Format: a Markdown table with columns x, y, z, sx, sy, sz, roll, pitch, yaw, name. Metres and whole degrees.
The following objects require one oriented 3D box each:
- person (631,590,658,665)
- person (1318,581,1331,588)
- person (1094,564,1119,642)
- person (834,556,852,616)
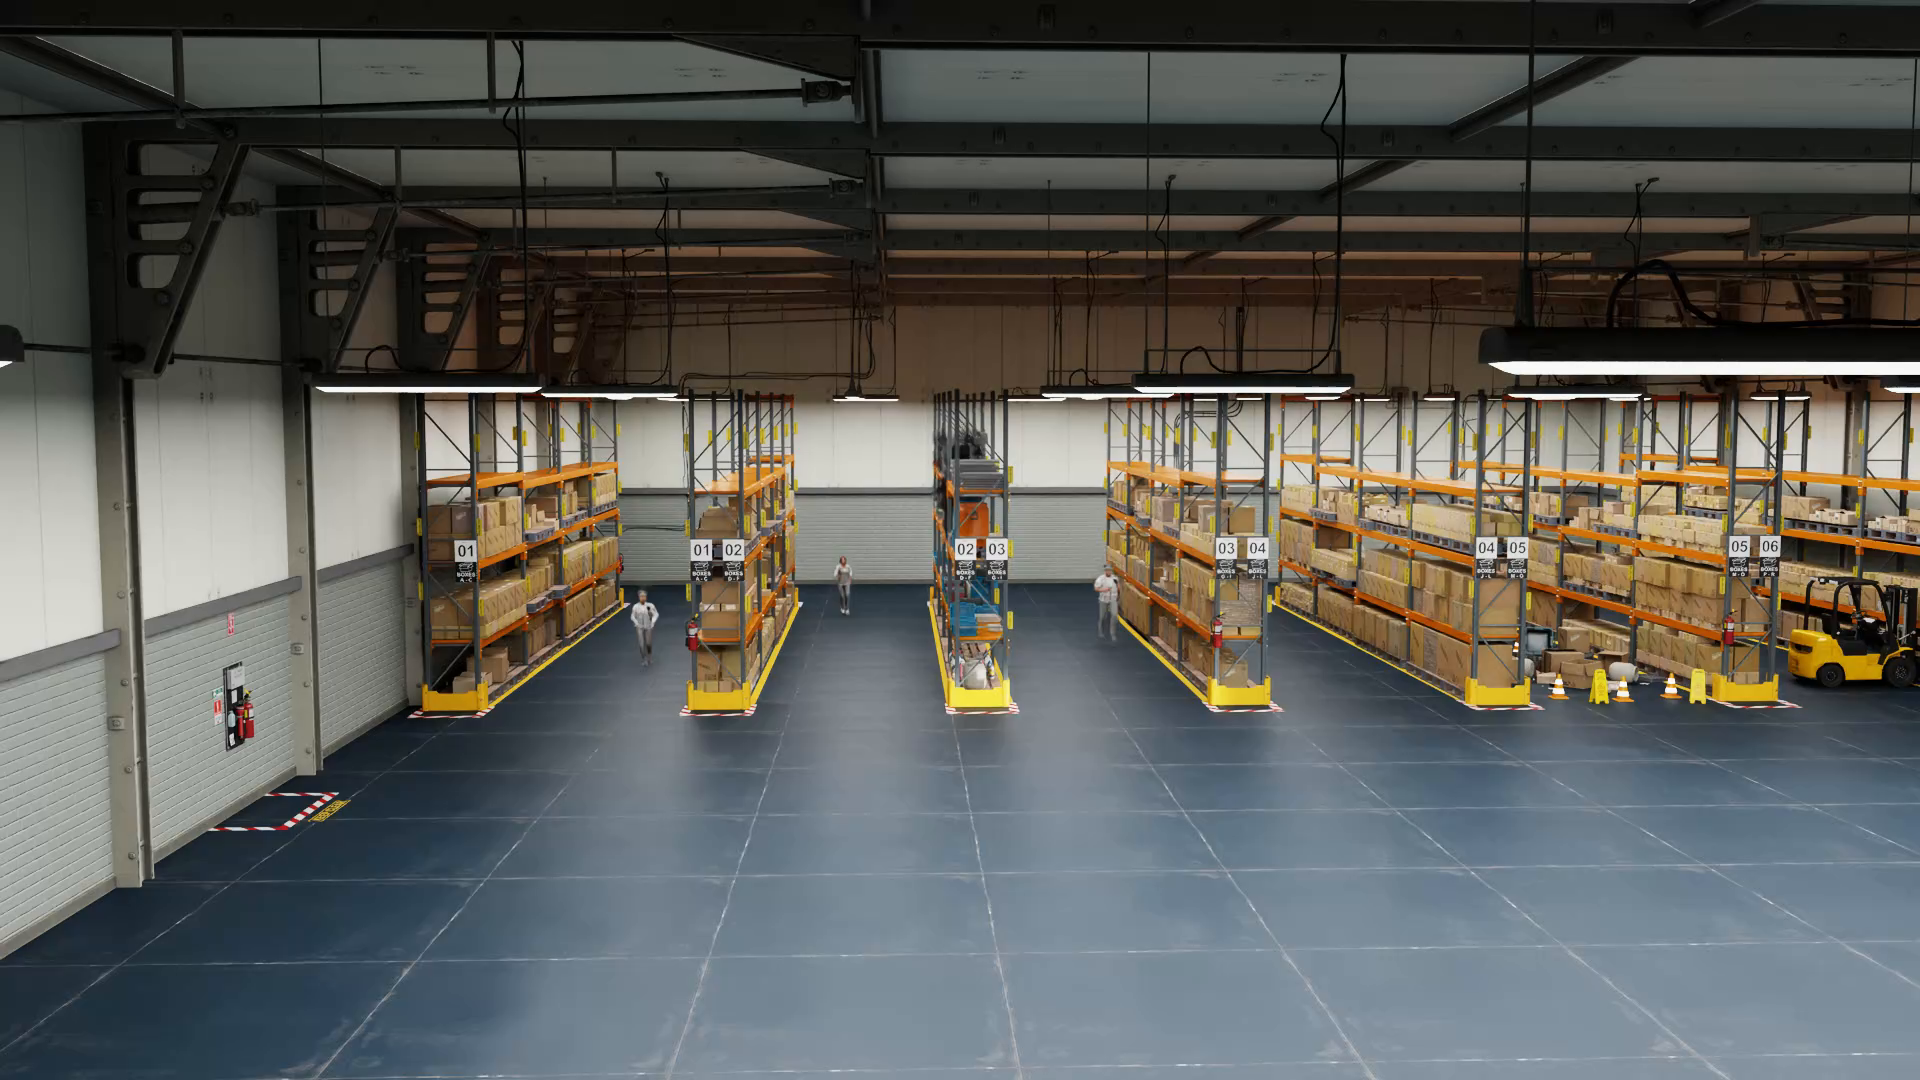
| x | y | z | sx | sy | sz | roll | pitch | yaw | name |
| --- | --- | --- | --- | --- | --- | --- | --- | --- | --- |
| -6.908 | 1.925 | 36.368 | 0.589 | 1.653 | 0.528 | 0 | 5 | -5 | person |
| 10.616 | 0.890 | 48.677 | 0.738 | 1.760 | 0.792 | -4 | 6 | -39 | person |
| 3.451 | 1.428 | 38.981 | 0.664 | 1.779 | 0.852 | -1 | 5 | -7 | person |
| -3.173 | 1.244 | 45.202 | 0.523 | 1.631 | 0.702 | -1 | 5 | -9 | person |
